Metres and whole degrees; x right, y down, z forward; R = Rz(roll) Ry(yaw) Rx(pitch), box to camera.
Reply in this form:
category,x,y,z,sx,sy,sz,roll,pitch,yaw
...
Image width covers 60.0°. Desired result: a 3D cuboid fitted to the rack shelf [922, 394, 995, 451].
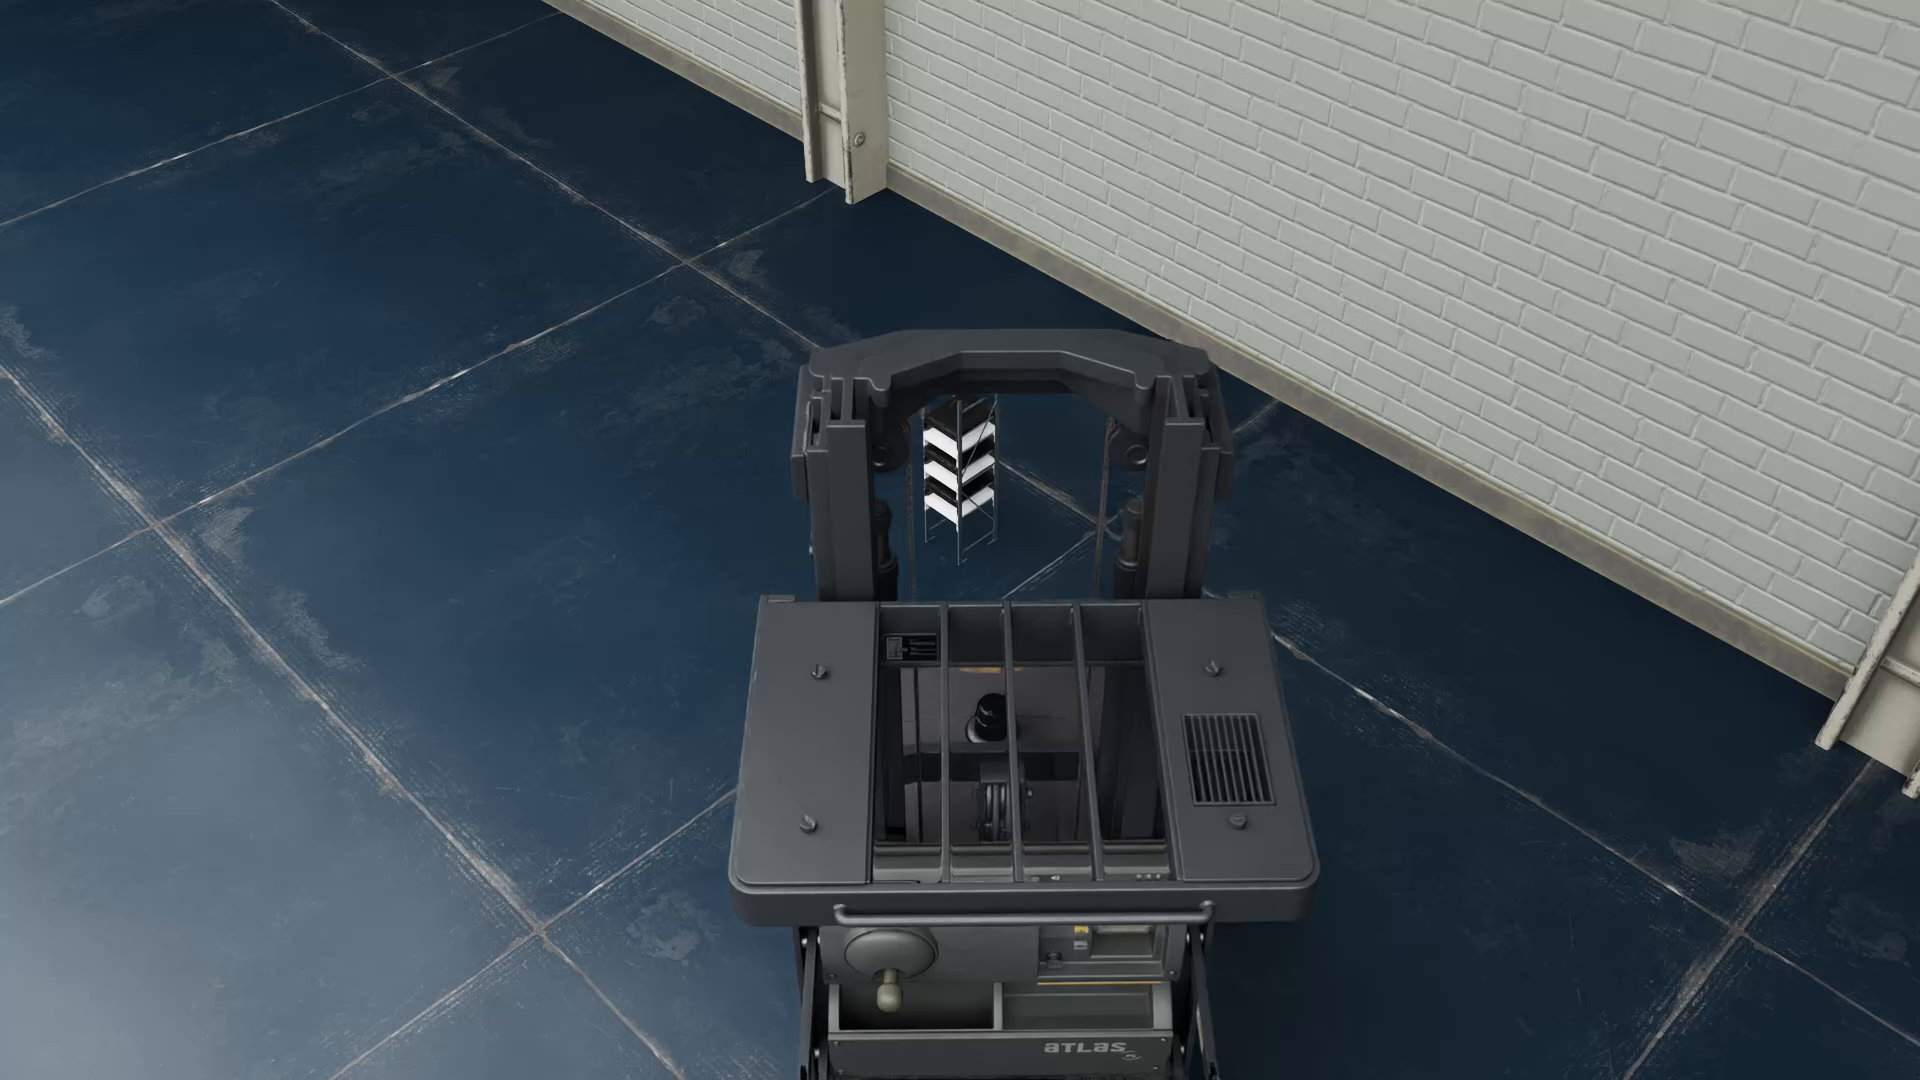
category,x,y,z,sx,sy,sz,roll,pitch,yaw
rack shelf,0.006,-0.500,6.897,0.258,0.077,0.200,-34,53,-31

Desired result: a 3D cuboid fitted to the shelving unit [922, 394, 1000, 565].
category,x,y,z,sx,sy,sz,roll,pitch,yaw
shelving unit,0.006,-0.327,7.058,0.258,0.900,0.210,-34,53,-31

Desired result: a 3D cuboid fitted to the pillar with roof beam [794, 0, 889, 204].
category,x,y,z,sx,sy,sz,roll,pitch,yaw
pillar with roof beam,-3.694,-3.309,4.318,9.100,9.000,0.400,-34,53,-31

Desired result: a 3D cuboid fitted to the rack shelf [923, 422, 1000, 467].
category,x,y,z,sx,sy,sz,roll,pitch,yaw
rack shelf,0.006,-0.434,6.958,0.258,0.077,0.200,-34,53,-31

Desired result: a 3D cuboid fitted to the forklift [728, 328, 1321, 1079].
category,x,y,z,sx,sy,sz,roll,pitch,yaw
forklift,0.114,1.075,4.044,1.130,2.935,3.031,0,43,0

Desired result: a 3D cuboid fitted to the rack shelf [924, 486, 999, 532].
category,x,y,z,sx,sy,sz,roll,pitch,yaw
rack shelf,0.006,-0.170,7.203,0.258,0.077,0.200,-34,53,-31

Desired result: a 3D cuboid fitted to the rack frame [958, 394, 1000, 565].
category,x,y,z,sx,sy,sz,roll,pitch,yaw
rack frame,0.078,-0.278,7.005,0.240,0.900,0.006,-34,53,-31

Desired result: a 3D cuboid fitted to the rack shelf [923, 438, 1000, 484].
category,x,y,z,sx,sy,sz,roll,pitch,yaw
rack shelf,0.006,-0.368,7.019,0.258,0.077,0.200,-34,53,-31

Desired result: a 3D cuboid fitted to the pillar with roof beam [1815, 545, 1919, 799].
category,x,y,z,sx,sy,sz,roll,pitch,yaw
pillar with roof beam,0.543,-0.426,1.198,9.100,9.000,0.400,-34,53,-31

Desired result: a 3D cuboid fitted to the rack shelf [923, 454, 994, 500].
category,x,y,z,sx,sy,sz,roll,pitch,yaw
rack shelf,0.006,-0.302,7.080,0.258,0.077,0.200,-34,53,-31

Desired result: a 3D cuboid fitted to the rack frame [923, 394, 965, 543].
category,x,y,z,sx,sy,sz,roll,pitch,yaw
rack frame,-0.066,-0.375,7.111,0.240,0.900,0.006,-34,53,-31

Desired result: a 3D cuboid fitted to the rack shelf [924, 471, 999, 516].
category,x,y,z,sx,sy,sz,roll,pitch,yaw
rack shelf,0.006,-0.236,7.141,0.258,0.077,0.200,-34,53,-31
